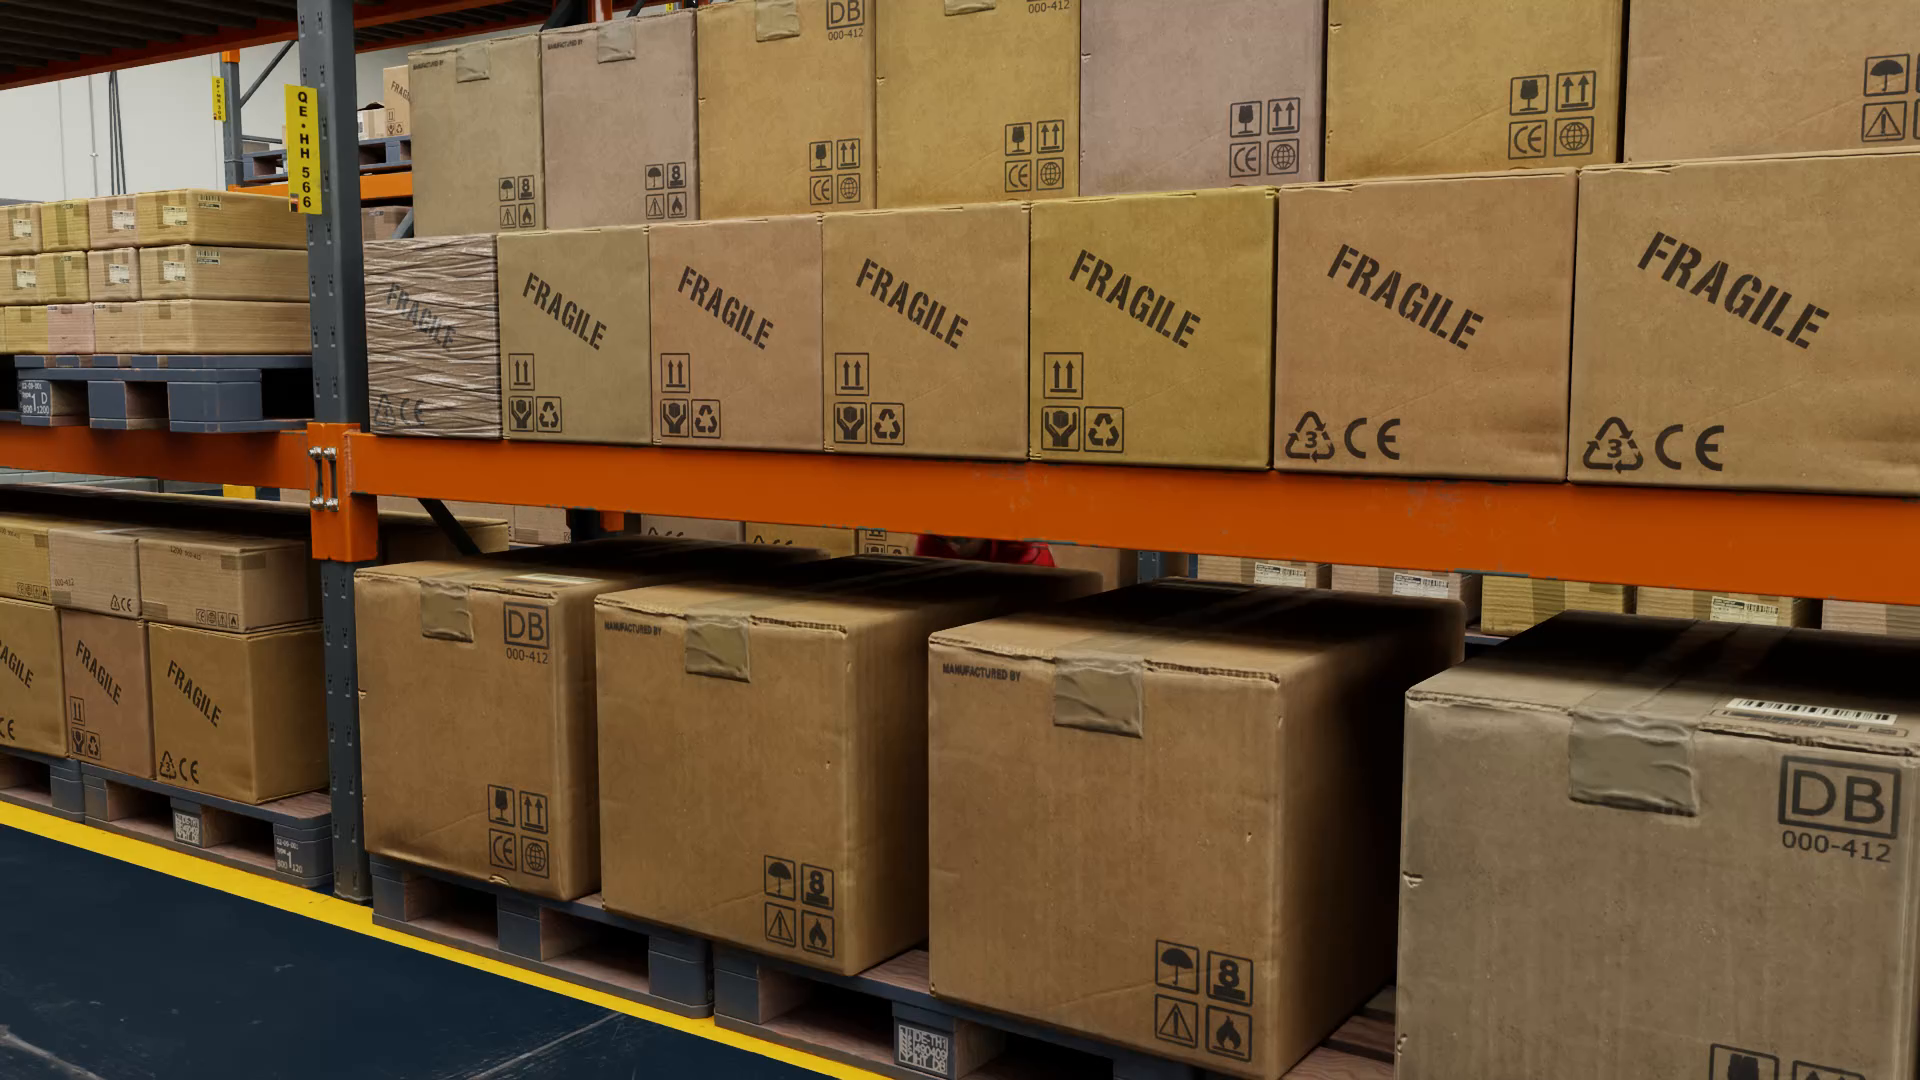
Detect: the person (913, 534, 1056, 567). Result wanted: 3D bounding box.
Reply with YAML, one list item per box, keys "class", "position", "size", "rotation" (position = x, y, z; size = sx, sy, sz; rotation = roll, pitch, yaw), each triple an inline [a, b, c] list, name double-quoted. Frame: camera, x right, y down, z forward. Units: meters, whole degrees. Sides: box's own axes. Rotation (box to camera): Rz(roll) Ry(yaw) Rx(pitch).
- class: "person"
  position: [0.128, 0.308, 6.117]
  size: [0.573, 1.064, 0.857]
  rotation: [4, 7, 33]
